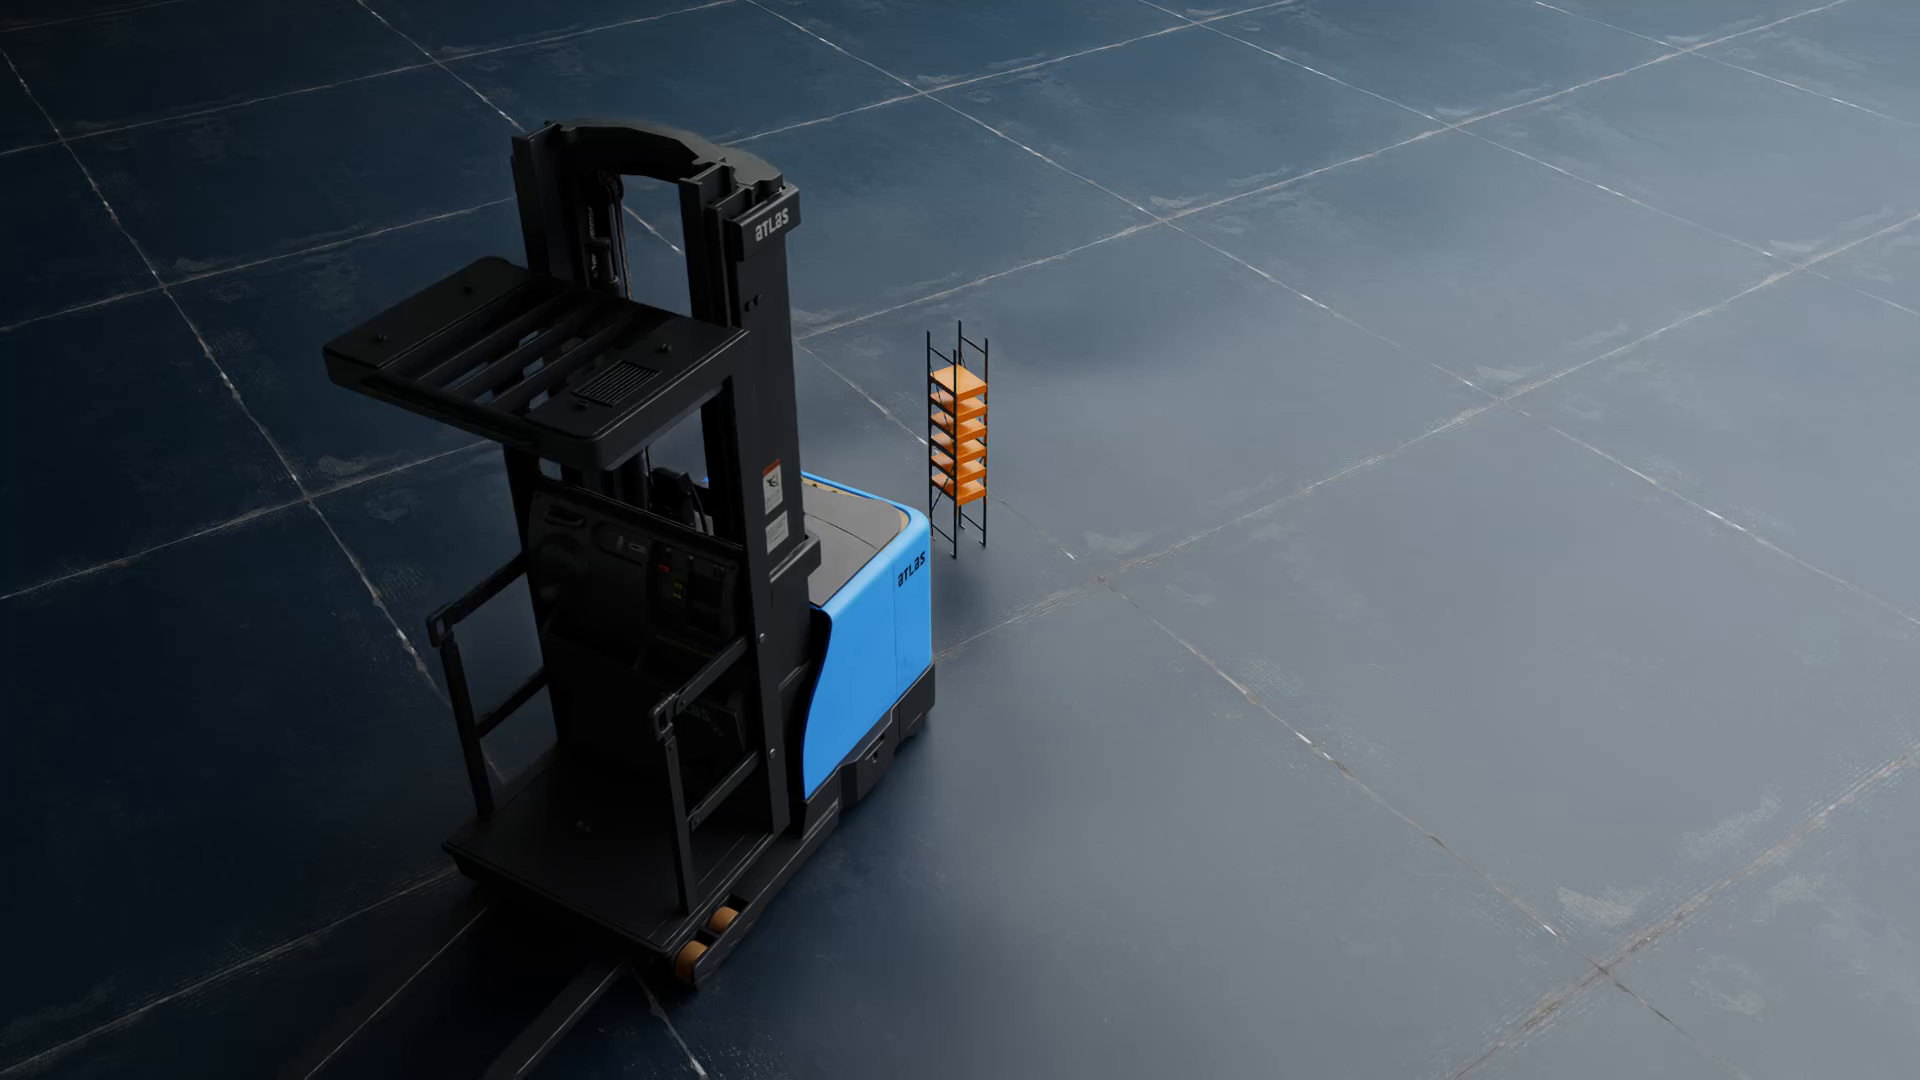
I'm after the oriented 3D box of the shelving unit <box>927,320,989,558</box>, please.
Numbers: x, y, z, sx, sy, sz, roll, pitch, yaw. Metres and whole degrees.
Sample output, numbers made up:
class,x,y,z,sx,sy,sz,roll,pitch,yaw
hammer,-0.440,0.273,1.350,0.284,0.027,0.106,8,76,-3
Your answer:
class,x,y,z,sx,sy,sz,roll,pitch,yaw
shelving unit,-0.012,-0.482,8.206,0.189,1.200,0.258,-22,41,-28

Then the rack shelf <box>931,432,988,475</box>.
class,x,y,z,sx,sy,sz,roll,pitch,yaw
rack shelf,-0.012,-0.446,8.232,0.180,0.103,0.258,-22,41,-28

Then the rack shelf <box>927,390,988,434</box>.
class,x,y,z,sx,sy,sz,roll,pitch,yaw
rack shelf,-0.012,-0.641,8.092,0.180,0.103,0.258,-22,41,-28

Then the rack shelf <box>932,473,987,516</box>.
class,x,y,z,sx,sy,sz,roll,pitch,yaw
rack shelf,-0.012,-0.251,8.372,0.180,0.103,0.258,-22,41,-28

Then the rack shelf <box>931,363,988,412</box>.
class,x,y,z,sx,sy,sz,roll,pitch,yaw
rack shelf,-0.012,-0.738,8.022,0.180,0.103,0.258,-22,41,-28

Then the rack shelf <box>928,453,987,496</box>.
class,x,y,z,sx,sy,sz,roll,pitch,yaw
rack shelf,-0.012,-0.349,8.302,0.180,0.103,0.258,-22,41,-28

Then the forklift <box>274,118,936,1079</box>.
class,x,y,z,sx,sy,sz,roll,pitch,yaw
forklift,-1.283,0.173,5.812,1.130,2.935,3.031,19,40,24

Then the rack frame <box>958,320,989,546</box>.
class,x,y,z,sx,sy,sz,roll,pitch,yaw
rack frame,0.063,-0.513,8.249,0.006,1.200,0.240,-22,41,-28

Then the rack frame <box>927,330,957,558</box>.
class,x,y,z,sx,sy,sz,roll,pitch,yaw
rack frame,-0.087,-0.451,8.163,0.006,1.200,0.240,-22,41,-28

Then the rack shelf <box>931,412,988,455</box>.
class,x,y,z,sx,sy,sz,roll,pitch,yaw
rack shelf,-0.012,-0.544,8.162,0.180,0.103,0.258,-22,41,-28
